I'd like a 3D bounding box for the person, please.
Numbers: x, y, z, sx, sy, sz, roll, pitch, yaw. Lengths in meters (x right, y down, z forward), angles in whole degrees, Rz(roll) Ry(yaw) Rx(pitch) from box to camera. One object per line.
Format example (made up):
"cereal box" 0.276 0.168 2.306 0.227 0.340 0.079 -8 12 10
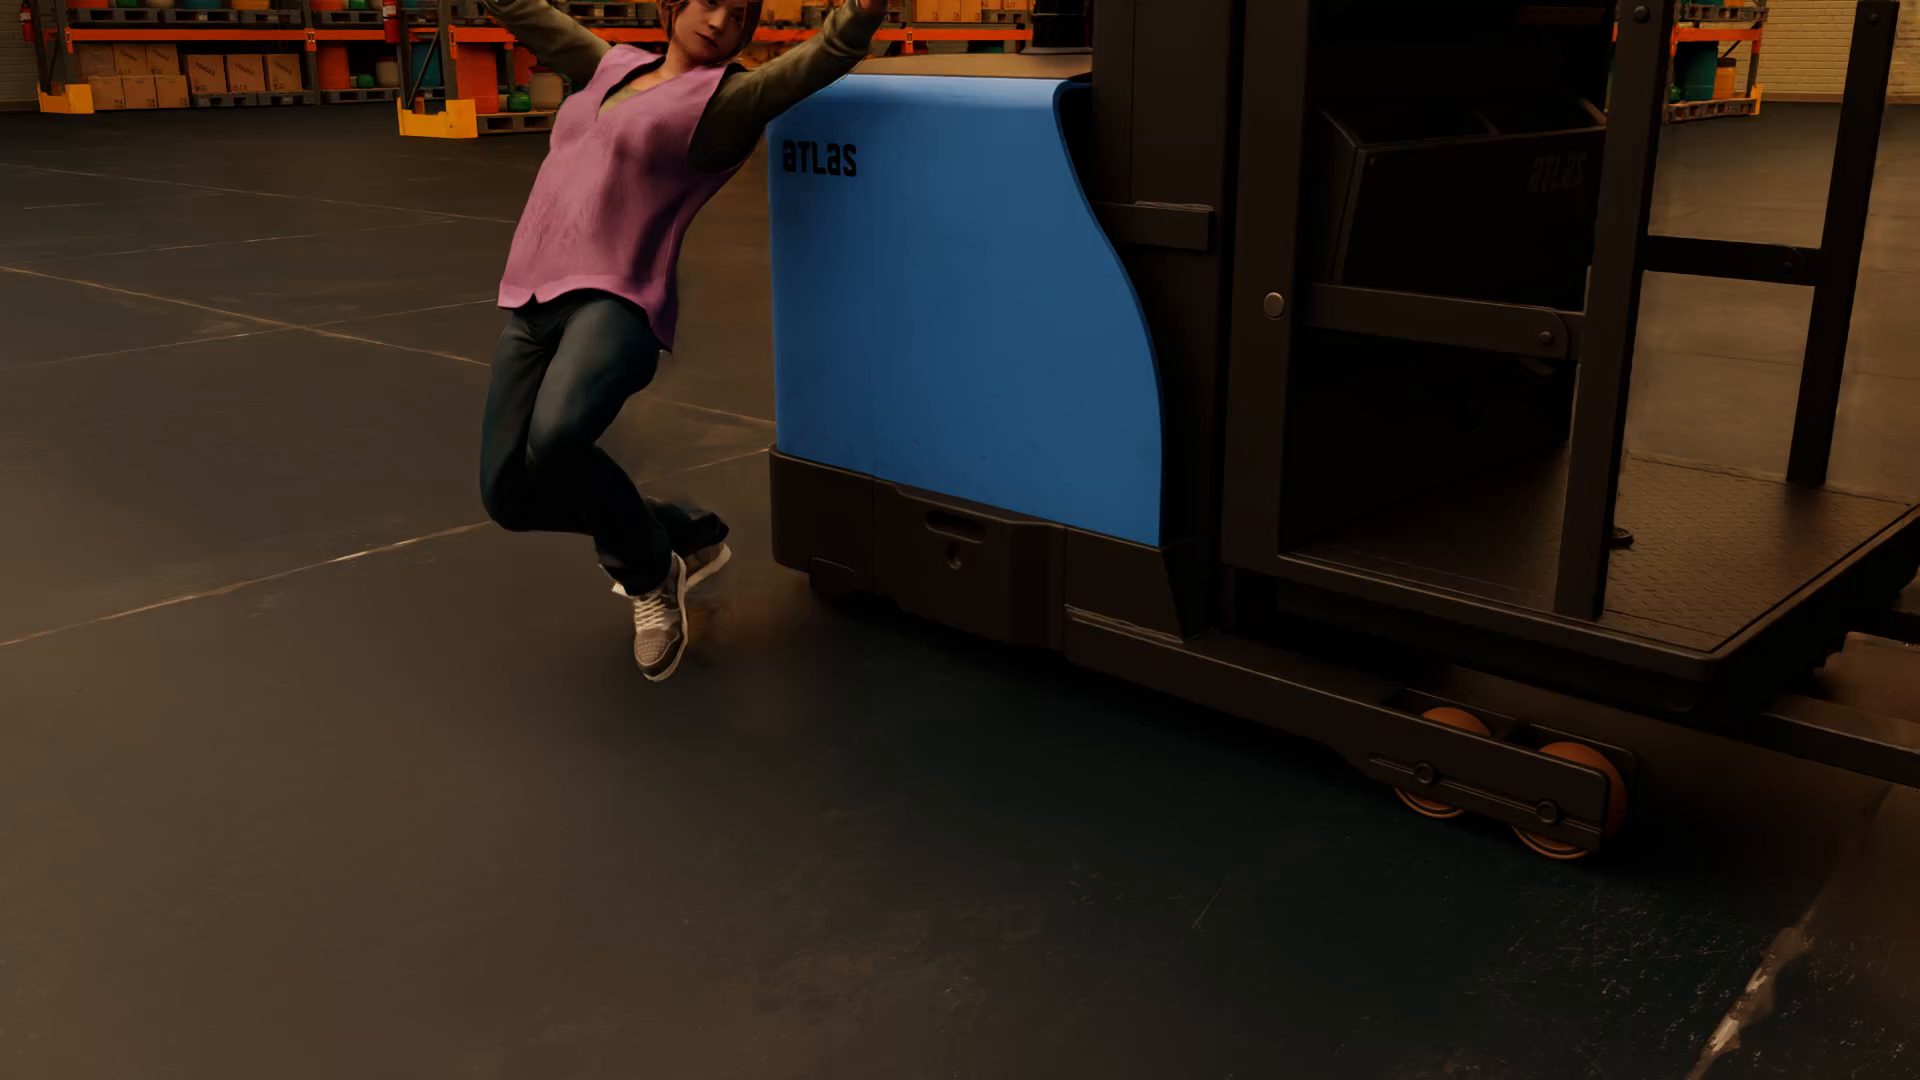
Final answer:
"person" -0.508 -0.487 2.971 0.933 1.504 0.728 13 21 36

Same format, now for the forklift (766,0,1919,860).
"forklift" 1.018 -1.110 2.553 3.031 2.935 1.130 15 23 41
